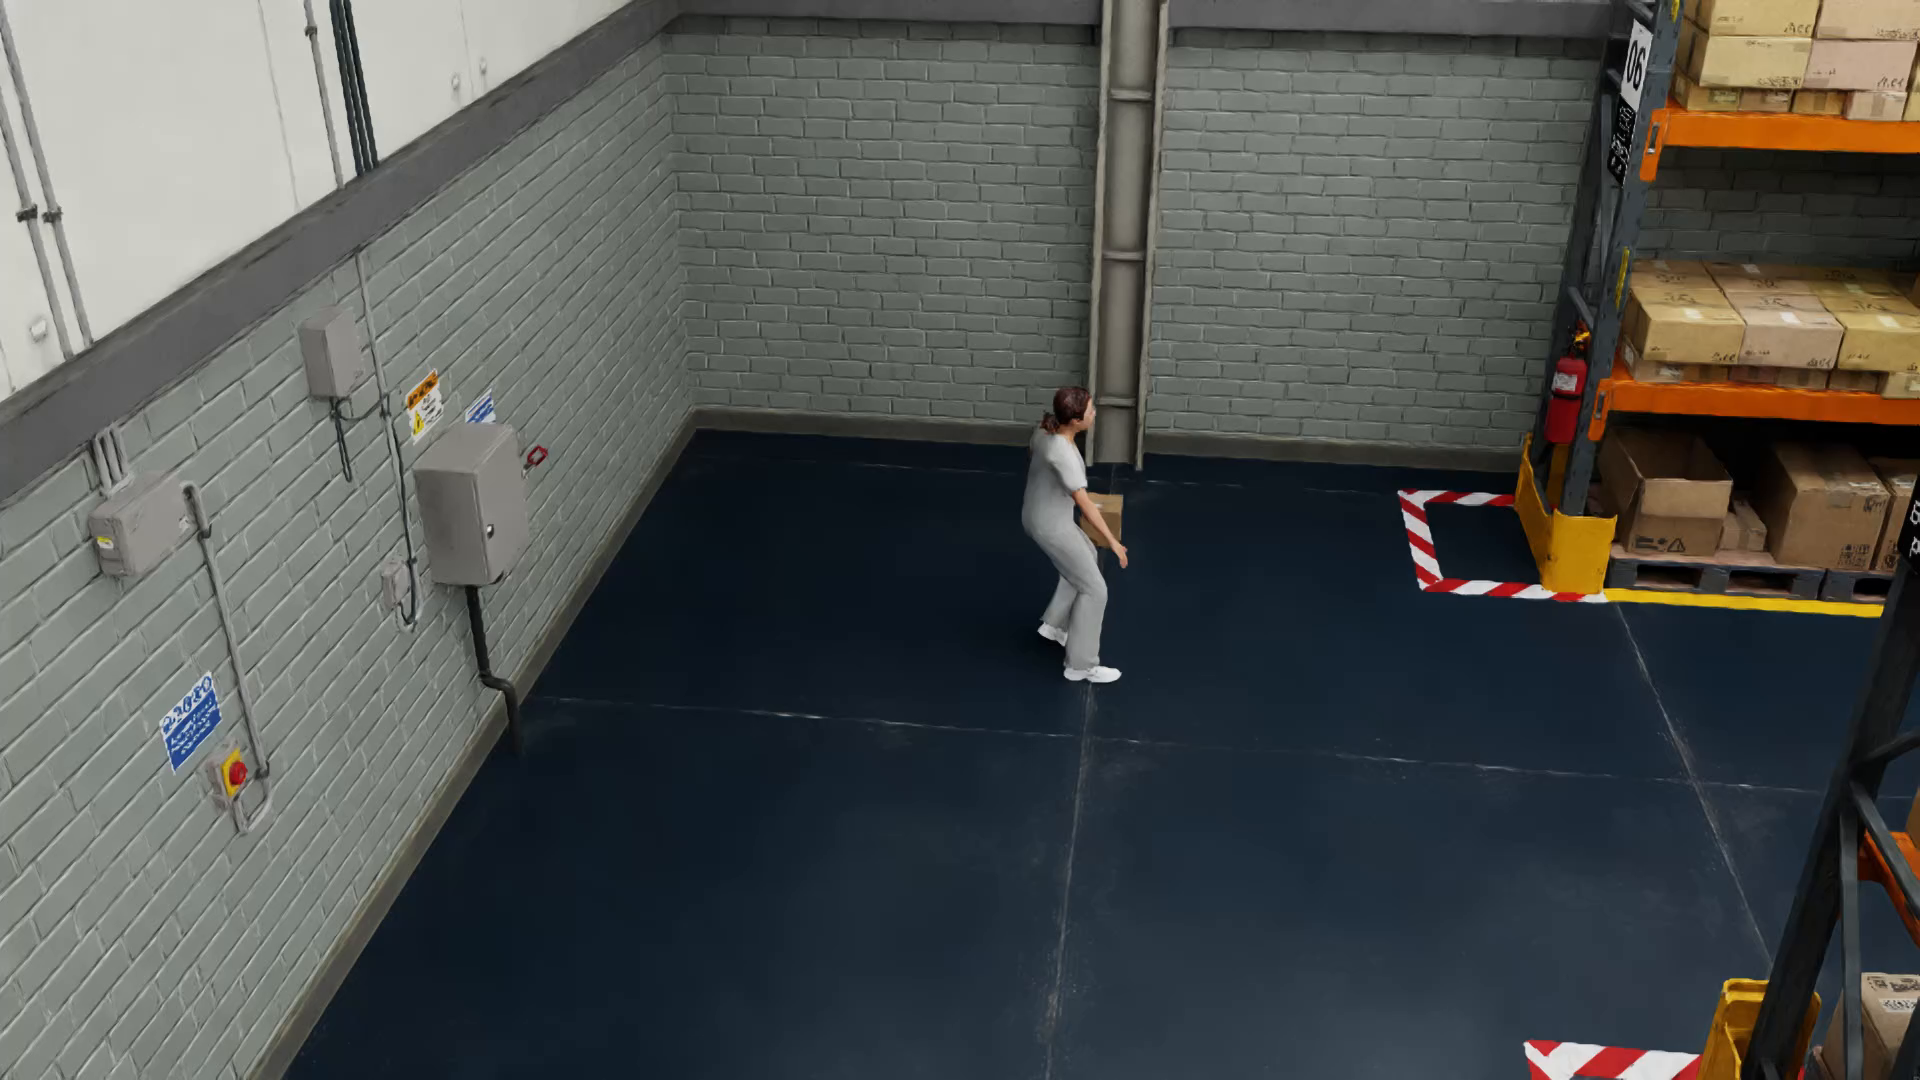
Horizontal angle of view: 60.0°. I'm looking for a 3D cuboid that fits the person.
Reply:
[{"bbox_3d":[0.599,-0.055,8.855,0.468,1.590,0.817,-10,30,-17],"label":"person"}]
